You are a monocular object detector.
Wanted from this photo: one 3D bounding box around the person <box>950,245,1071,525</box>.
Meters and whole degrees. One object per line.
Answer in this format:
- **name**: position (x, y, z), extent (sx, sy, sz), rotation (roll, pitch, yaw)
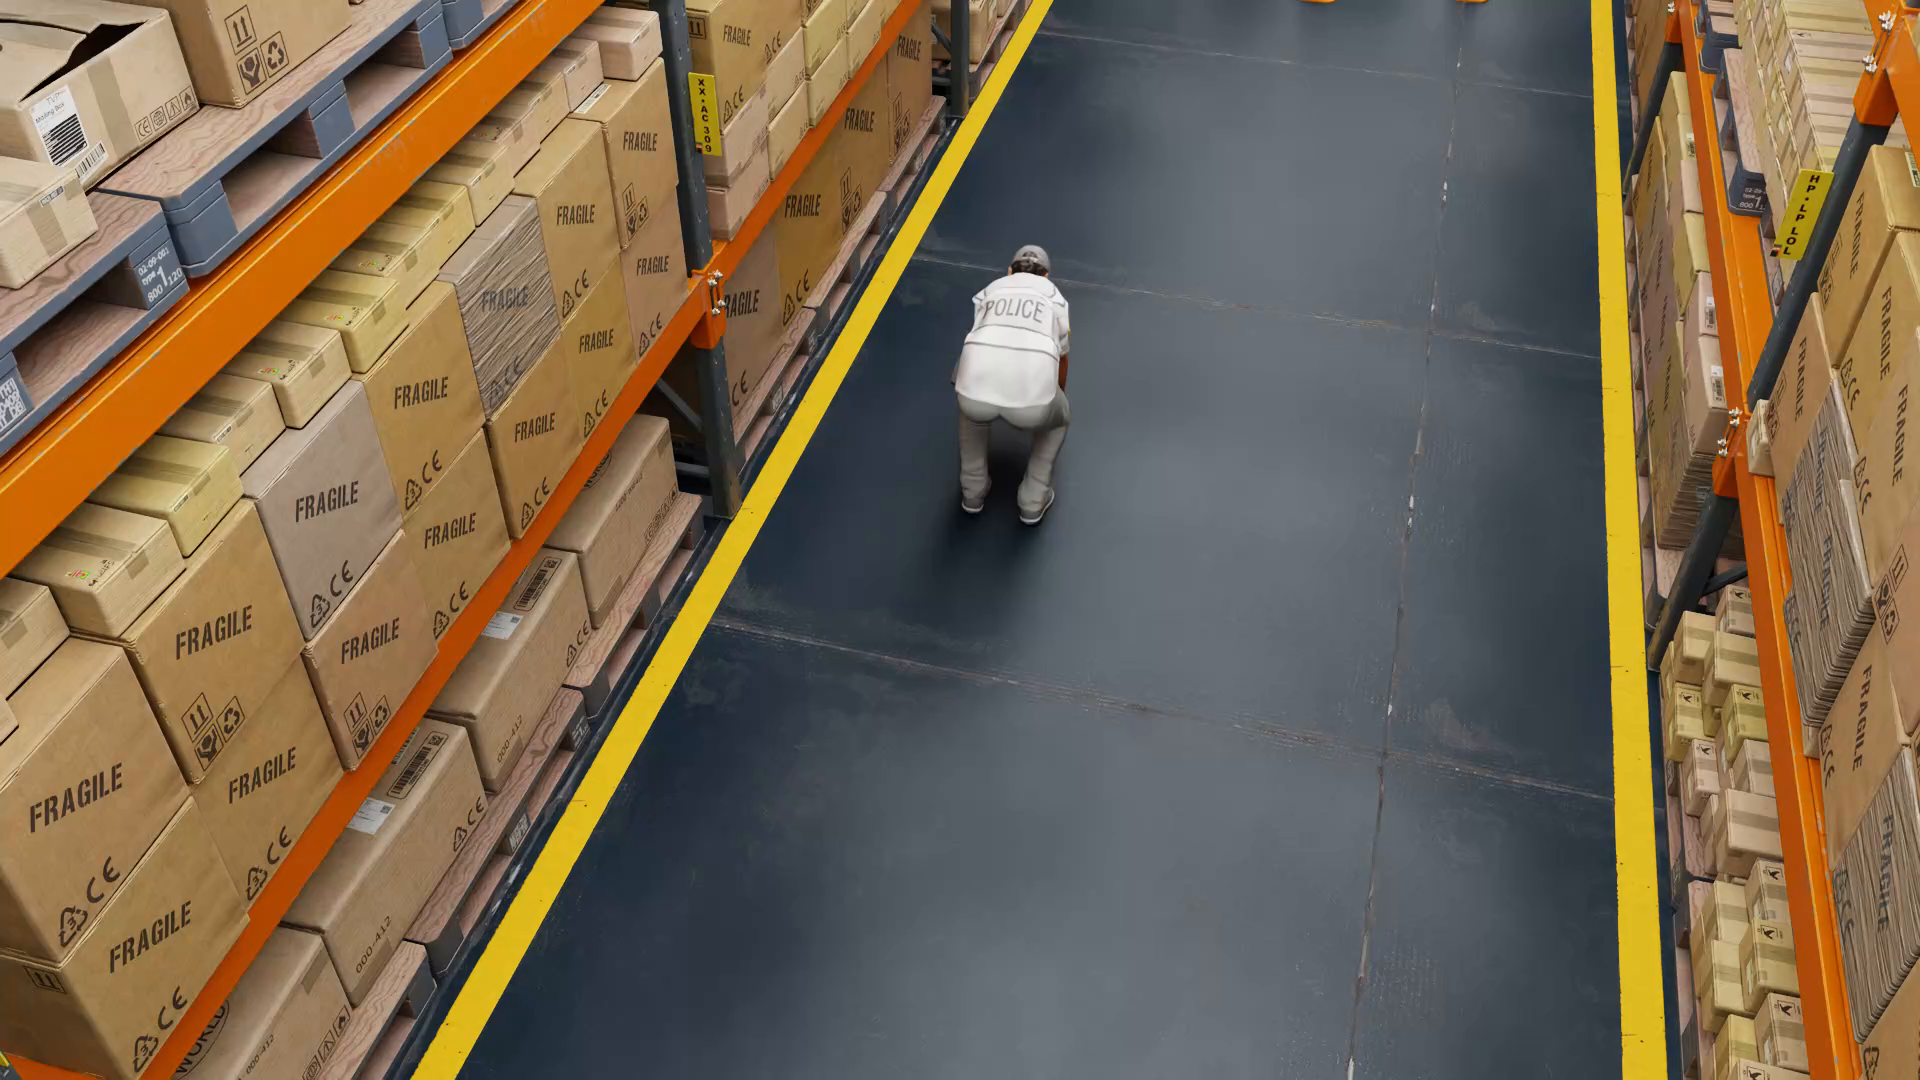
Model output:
- **person**: position (0.248, -0.666, 7.400), extent (0.512, 1.031, 0.938), rotation (8, 42, 9)
